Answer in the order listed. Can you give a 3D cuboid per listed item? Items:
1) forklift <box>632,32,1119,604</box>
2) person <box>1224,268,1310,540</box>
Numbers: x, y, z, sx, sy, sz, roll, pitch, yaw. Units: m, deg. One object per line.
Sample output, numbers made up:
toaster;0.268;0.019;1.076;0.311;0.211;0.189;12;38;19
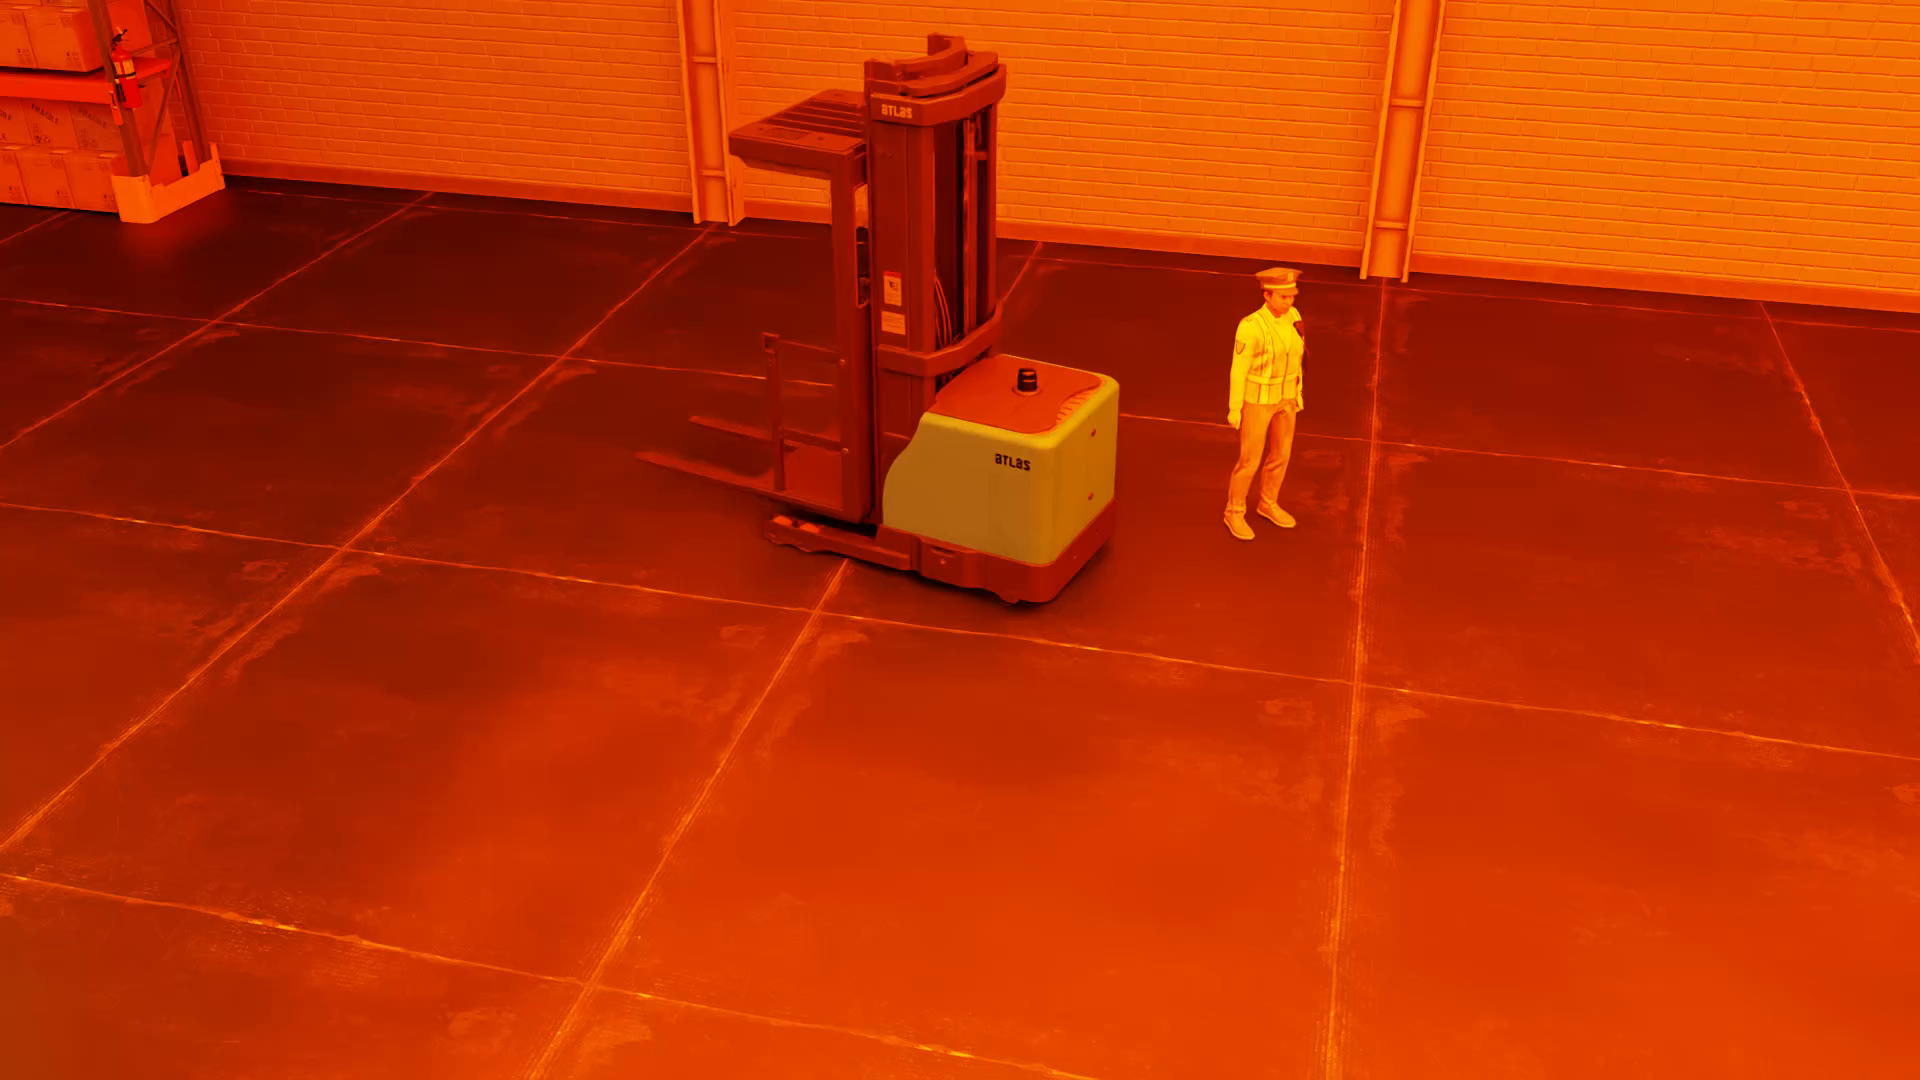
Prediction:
forklift;-0.610;-1.417;9.671;3.031;2.935;1.130;15;33;24
person;1.842;-0.830;9.905;0.532;1.680;0.332;-17;34;-27
